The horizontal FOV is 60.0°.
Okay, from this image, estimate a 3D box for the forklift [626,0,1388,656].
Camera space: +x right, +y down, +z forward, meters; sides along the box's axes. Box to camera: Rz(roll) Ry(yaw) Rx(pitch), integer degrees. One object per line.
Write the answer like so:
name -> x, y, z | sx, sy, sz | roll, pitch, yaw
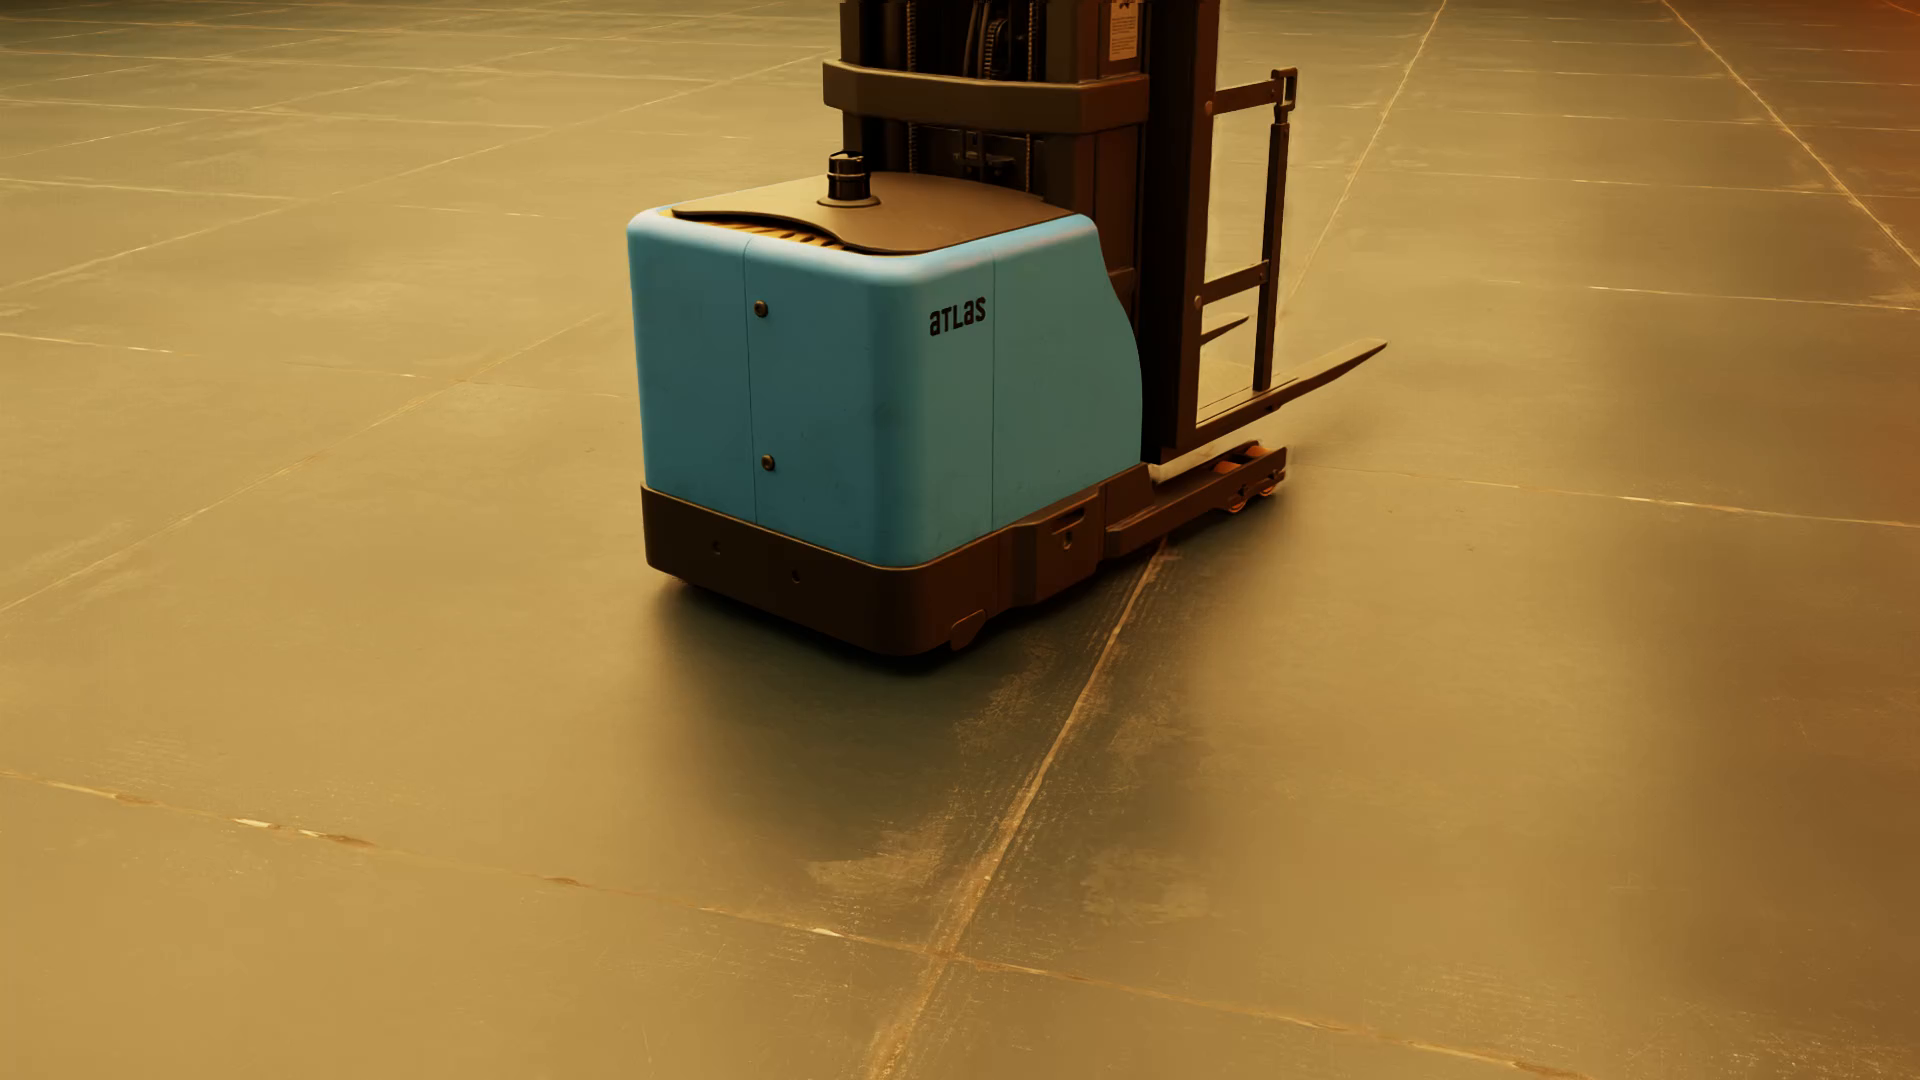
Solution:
forklift -> 0.421, -1.549, 5.031 | 1.130, 2.935, 3.031 | 18, 28, 36
